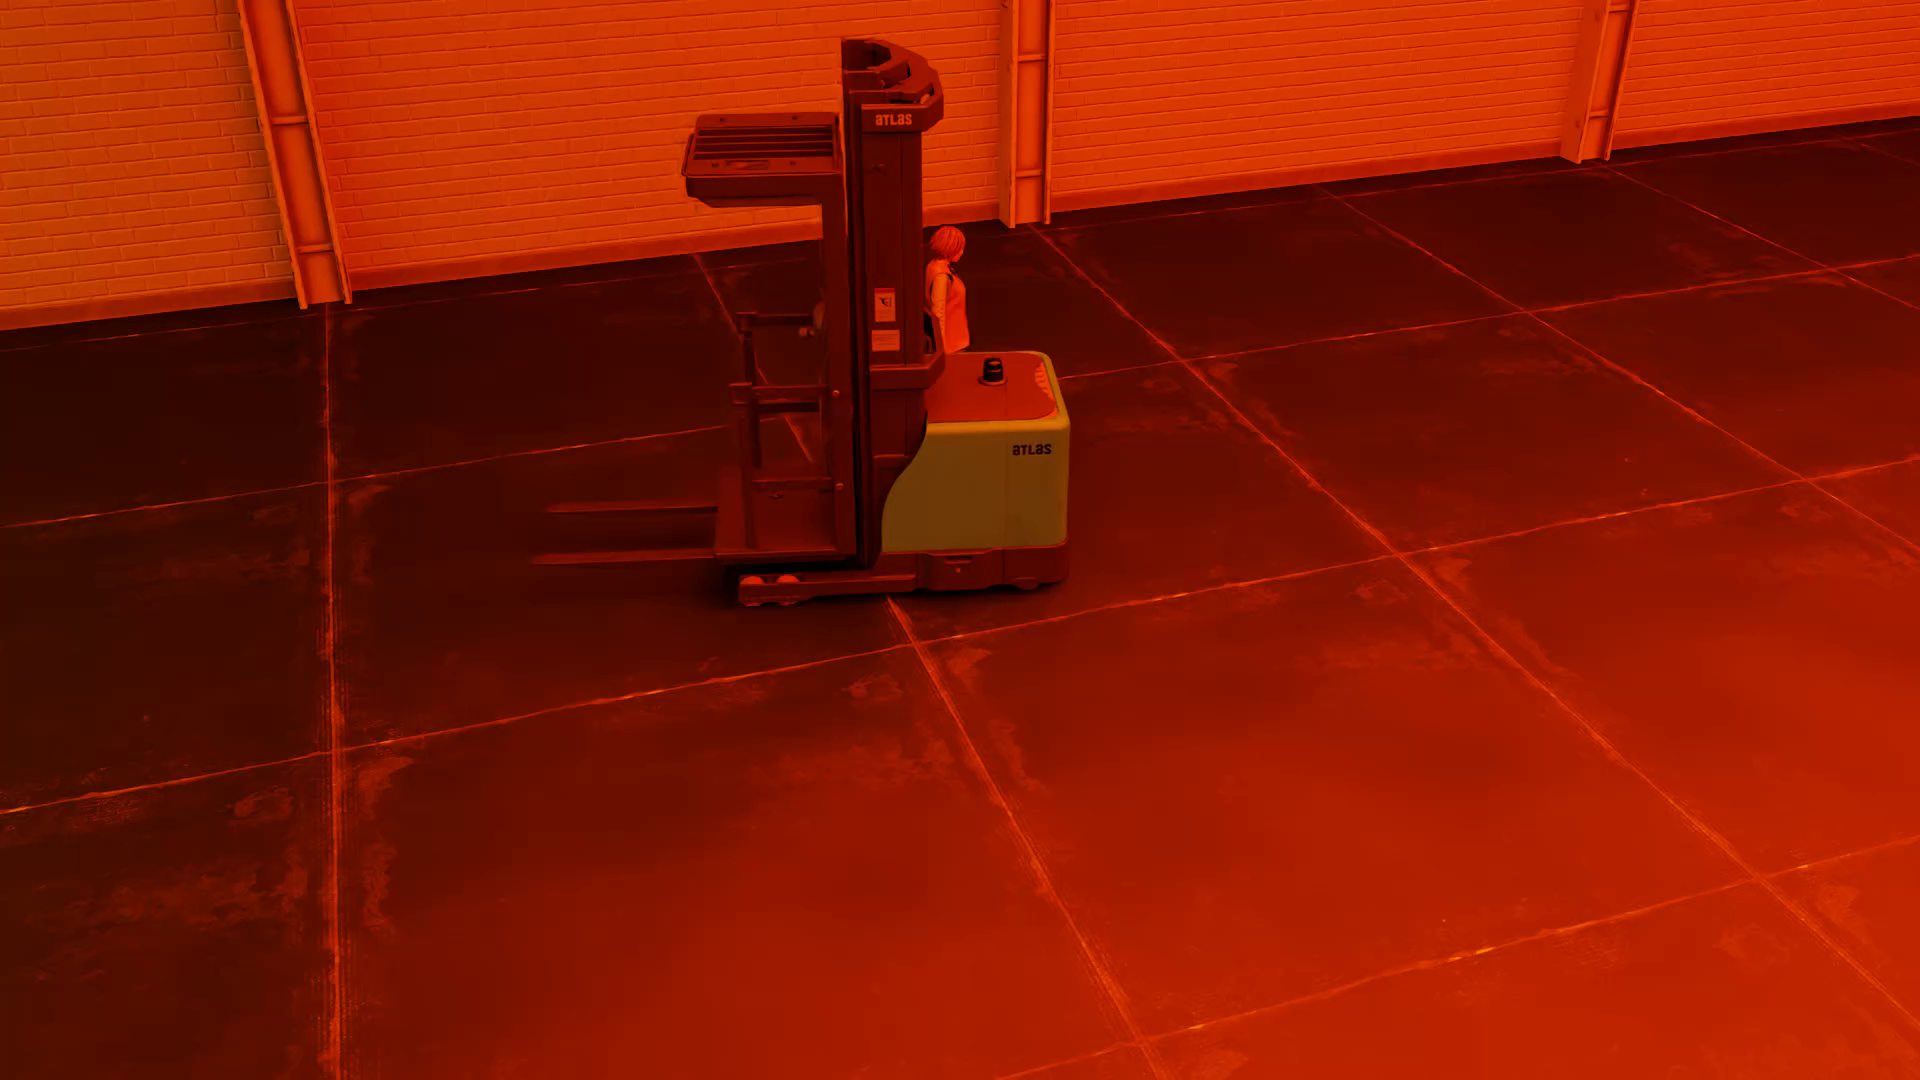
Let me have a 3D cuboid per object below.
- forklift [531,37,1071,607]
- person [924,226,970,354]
[{"bbox_3d":[-0.927,-1.170,9.121,3.031,2.935,1.130,-2,30,-4],"label":"forklift"},{"bbox_3d":[-0.073,-1.272,10.737,0.445,1.514,0.763,0,30,0],"label":"person"}]
